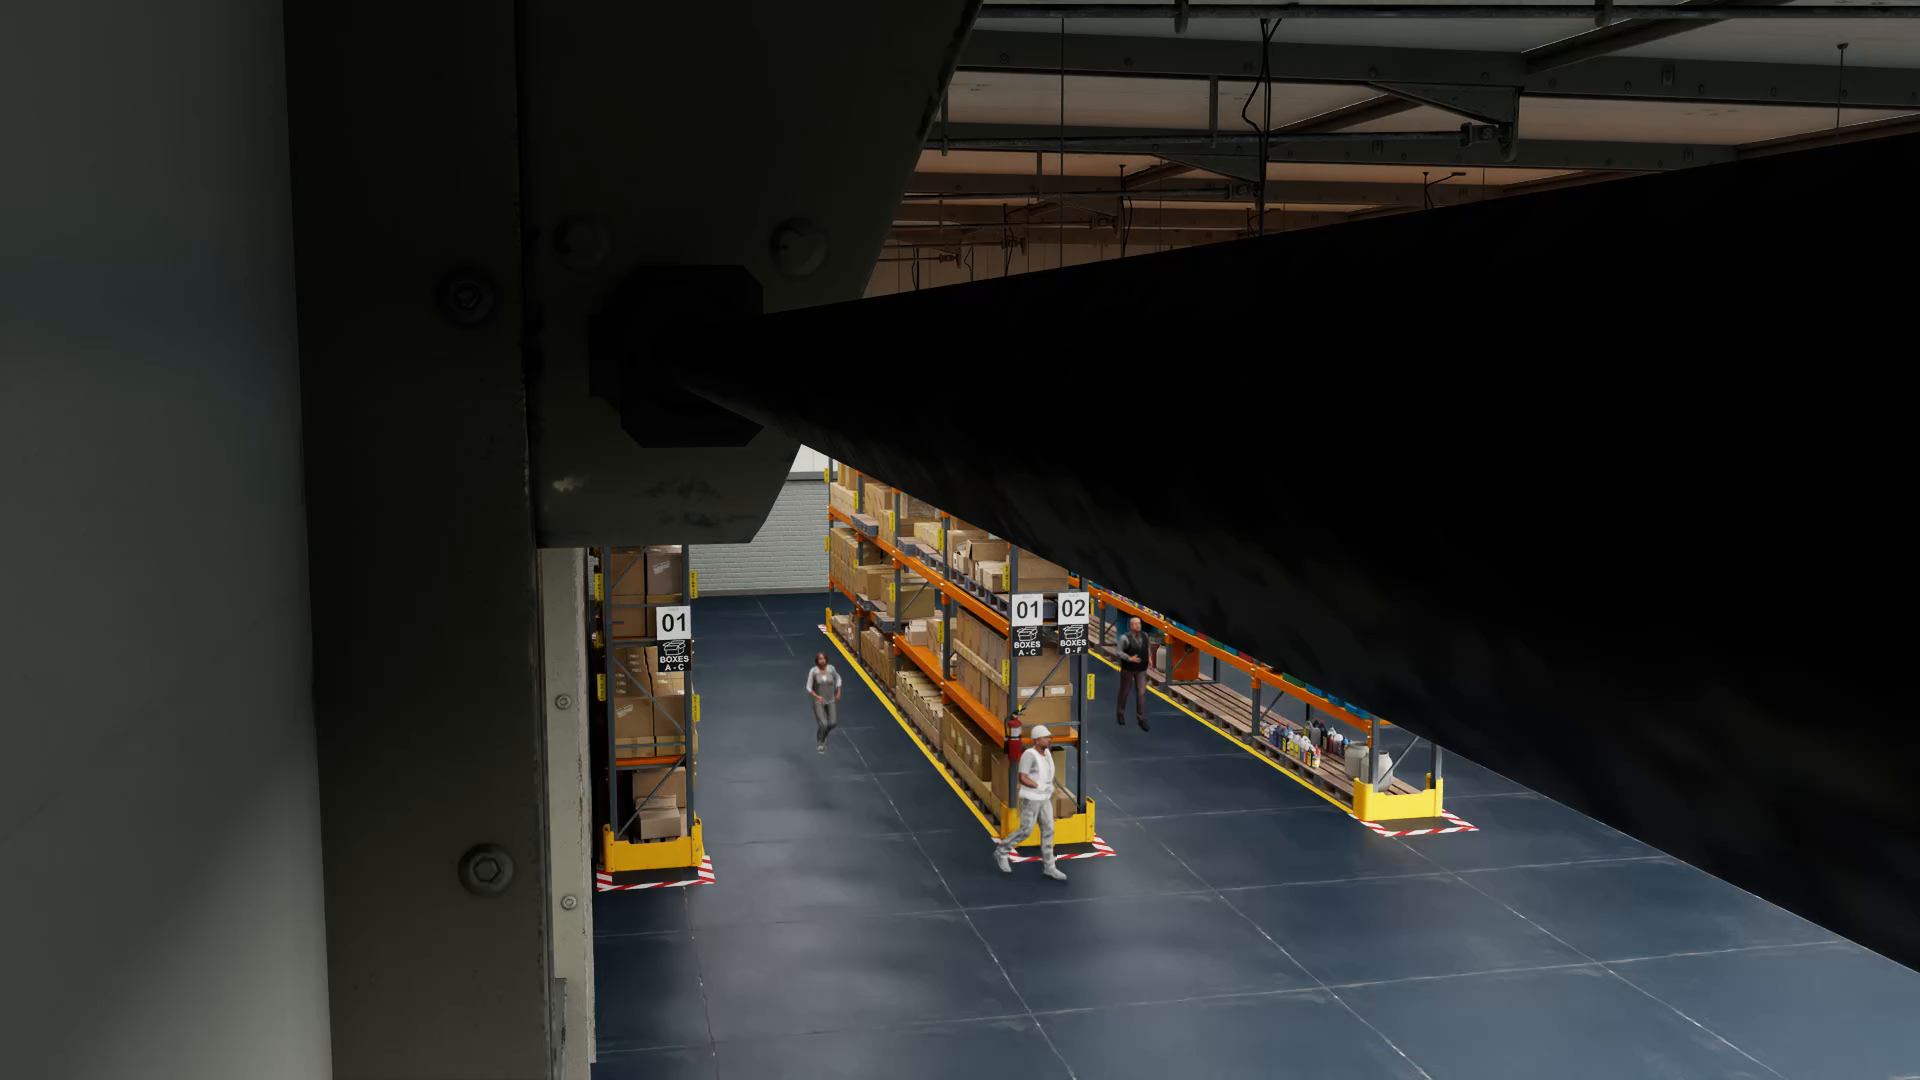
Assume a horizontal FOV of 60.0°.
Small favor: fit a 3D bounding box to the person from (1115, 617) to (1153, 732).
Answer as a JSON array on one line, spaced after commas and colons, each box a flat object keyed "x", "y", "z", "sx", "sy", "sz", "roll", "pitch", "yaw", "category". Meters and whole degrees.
[{"x": 2.761, "y": 2.093, "z": 26.335, "sx": 0.676, "sy": 1.766, "sz": 0.827, "roll": -2, "pitch": 7, "yaw": -19, "category": "person"}]

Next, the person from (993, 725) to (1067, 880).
[{"x": 0.908, "y": 3.086, "z": 19.815, "sx": 0.909, "sy": 1.783, "sz": 0.734, "roll": 4, "pitch": 8, "yaw": 31, "category": "person"}]

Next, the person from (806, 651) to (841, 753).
[{"x": -1.983, "y": 2.393, "z": 24.447, "sx": 0.560, "sy": 1.535, "sz": 0.554, "roll": -2, "pitch": 7, "yaw": -16, "category": "person"}]
